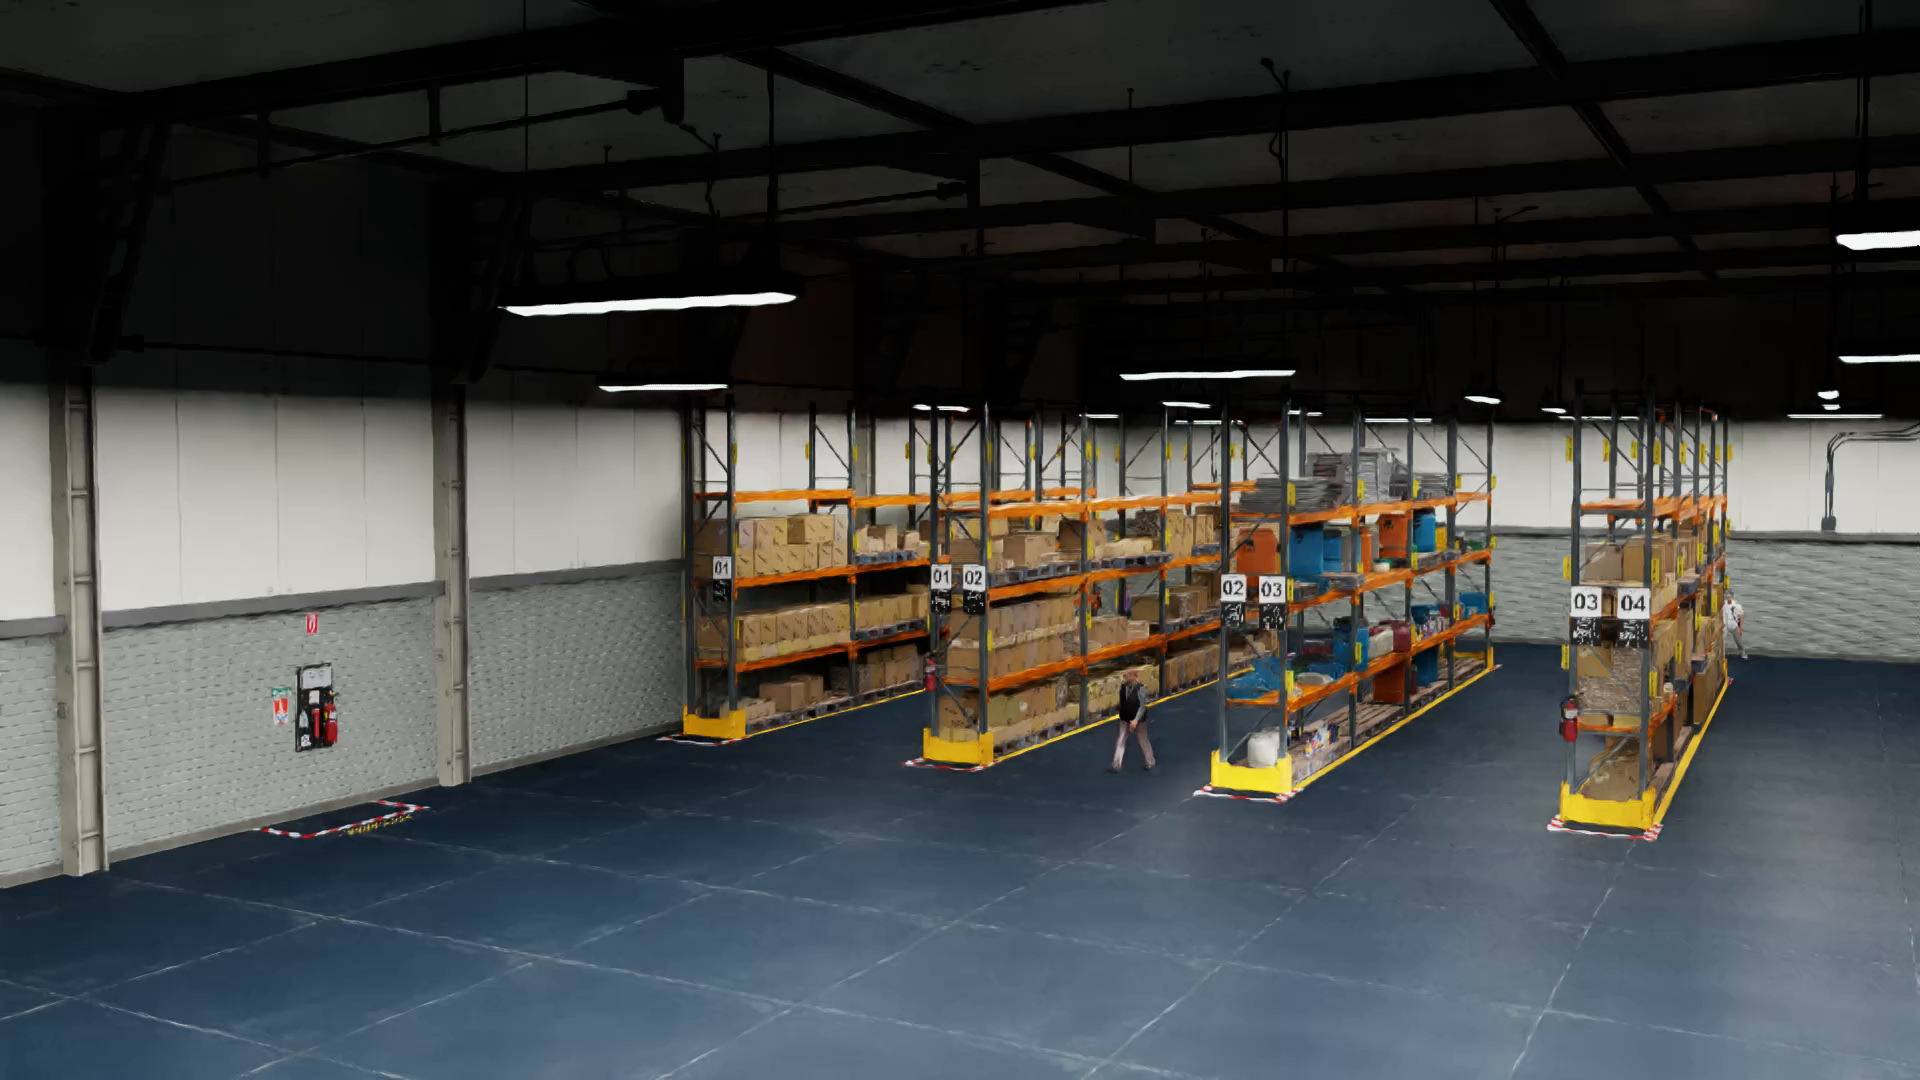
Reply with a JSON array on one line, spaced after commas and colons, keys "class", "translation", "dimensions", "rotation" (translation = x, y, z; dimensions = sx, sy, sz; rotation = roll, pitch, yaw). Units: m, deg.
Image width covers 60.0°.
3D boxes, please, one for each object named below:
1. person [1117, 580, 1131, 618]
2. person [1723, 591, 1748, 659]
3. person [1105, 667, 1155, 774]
[{"class": "person", "translation": [4.405, 1.865, 44.328], "dimensions": [0.638, 1.588, 0.529], "rotation": [-1, 3, -26]}, {"class": "person", "translation": [18.531, 2.050, 39.924], "dimensions": [0.974, 1.699, 0.579], "rotation": [-3, 4, -41]}, {"class": "person", "translation": [2.686, 2.801, 25.848], "dimensions": [0.539, 1.664, 1.031], "rotation": [2, 4, 37]}]
